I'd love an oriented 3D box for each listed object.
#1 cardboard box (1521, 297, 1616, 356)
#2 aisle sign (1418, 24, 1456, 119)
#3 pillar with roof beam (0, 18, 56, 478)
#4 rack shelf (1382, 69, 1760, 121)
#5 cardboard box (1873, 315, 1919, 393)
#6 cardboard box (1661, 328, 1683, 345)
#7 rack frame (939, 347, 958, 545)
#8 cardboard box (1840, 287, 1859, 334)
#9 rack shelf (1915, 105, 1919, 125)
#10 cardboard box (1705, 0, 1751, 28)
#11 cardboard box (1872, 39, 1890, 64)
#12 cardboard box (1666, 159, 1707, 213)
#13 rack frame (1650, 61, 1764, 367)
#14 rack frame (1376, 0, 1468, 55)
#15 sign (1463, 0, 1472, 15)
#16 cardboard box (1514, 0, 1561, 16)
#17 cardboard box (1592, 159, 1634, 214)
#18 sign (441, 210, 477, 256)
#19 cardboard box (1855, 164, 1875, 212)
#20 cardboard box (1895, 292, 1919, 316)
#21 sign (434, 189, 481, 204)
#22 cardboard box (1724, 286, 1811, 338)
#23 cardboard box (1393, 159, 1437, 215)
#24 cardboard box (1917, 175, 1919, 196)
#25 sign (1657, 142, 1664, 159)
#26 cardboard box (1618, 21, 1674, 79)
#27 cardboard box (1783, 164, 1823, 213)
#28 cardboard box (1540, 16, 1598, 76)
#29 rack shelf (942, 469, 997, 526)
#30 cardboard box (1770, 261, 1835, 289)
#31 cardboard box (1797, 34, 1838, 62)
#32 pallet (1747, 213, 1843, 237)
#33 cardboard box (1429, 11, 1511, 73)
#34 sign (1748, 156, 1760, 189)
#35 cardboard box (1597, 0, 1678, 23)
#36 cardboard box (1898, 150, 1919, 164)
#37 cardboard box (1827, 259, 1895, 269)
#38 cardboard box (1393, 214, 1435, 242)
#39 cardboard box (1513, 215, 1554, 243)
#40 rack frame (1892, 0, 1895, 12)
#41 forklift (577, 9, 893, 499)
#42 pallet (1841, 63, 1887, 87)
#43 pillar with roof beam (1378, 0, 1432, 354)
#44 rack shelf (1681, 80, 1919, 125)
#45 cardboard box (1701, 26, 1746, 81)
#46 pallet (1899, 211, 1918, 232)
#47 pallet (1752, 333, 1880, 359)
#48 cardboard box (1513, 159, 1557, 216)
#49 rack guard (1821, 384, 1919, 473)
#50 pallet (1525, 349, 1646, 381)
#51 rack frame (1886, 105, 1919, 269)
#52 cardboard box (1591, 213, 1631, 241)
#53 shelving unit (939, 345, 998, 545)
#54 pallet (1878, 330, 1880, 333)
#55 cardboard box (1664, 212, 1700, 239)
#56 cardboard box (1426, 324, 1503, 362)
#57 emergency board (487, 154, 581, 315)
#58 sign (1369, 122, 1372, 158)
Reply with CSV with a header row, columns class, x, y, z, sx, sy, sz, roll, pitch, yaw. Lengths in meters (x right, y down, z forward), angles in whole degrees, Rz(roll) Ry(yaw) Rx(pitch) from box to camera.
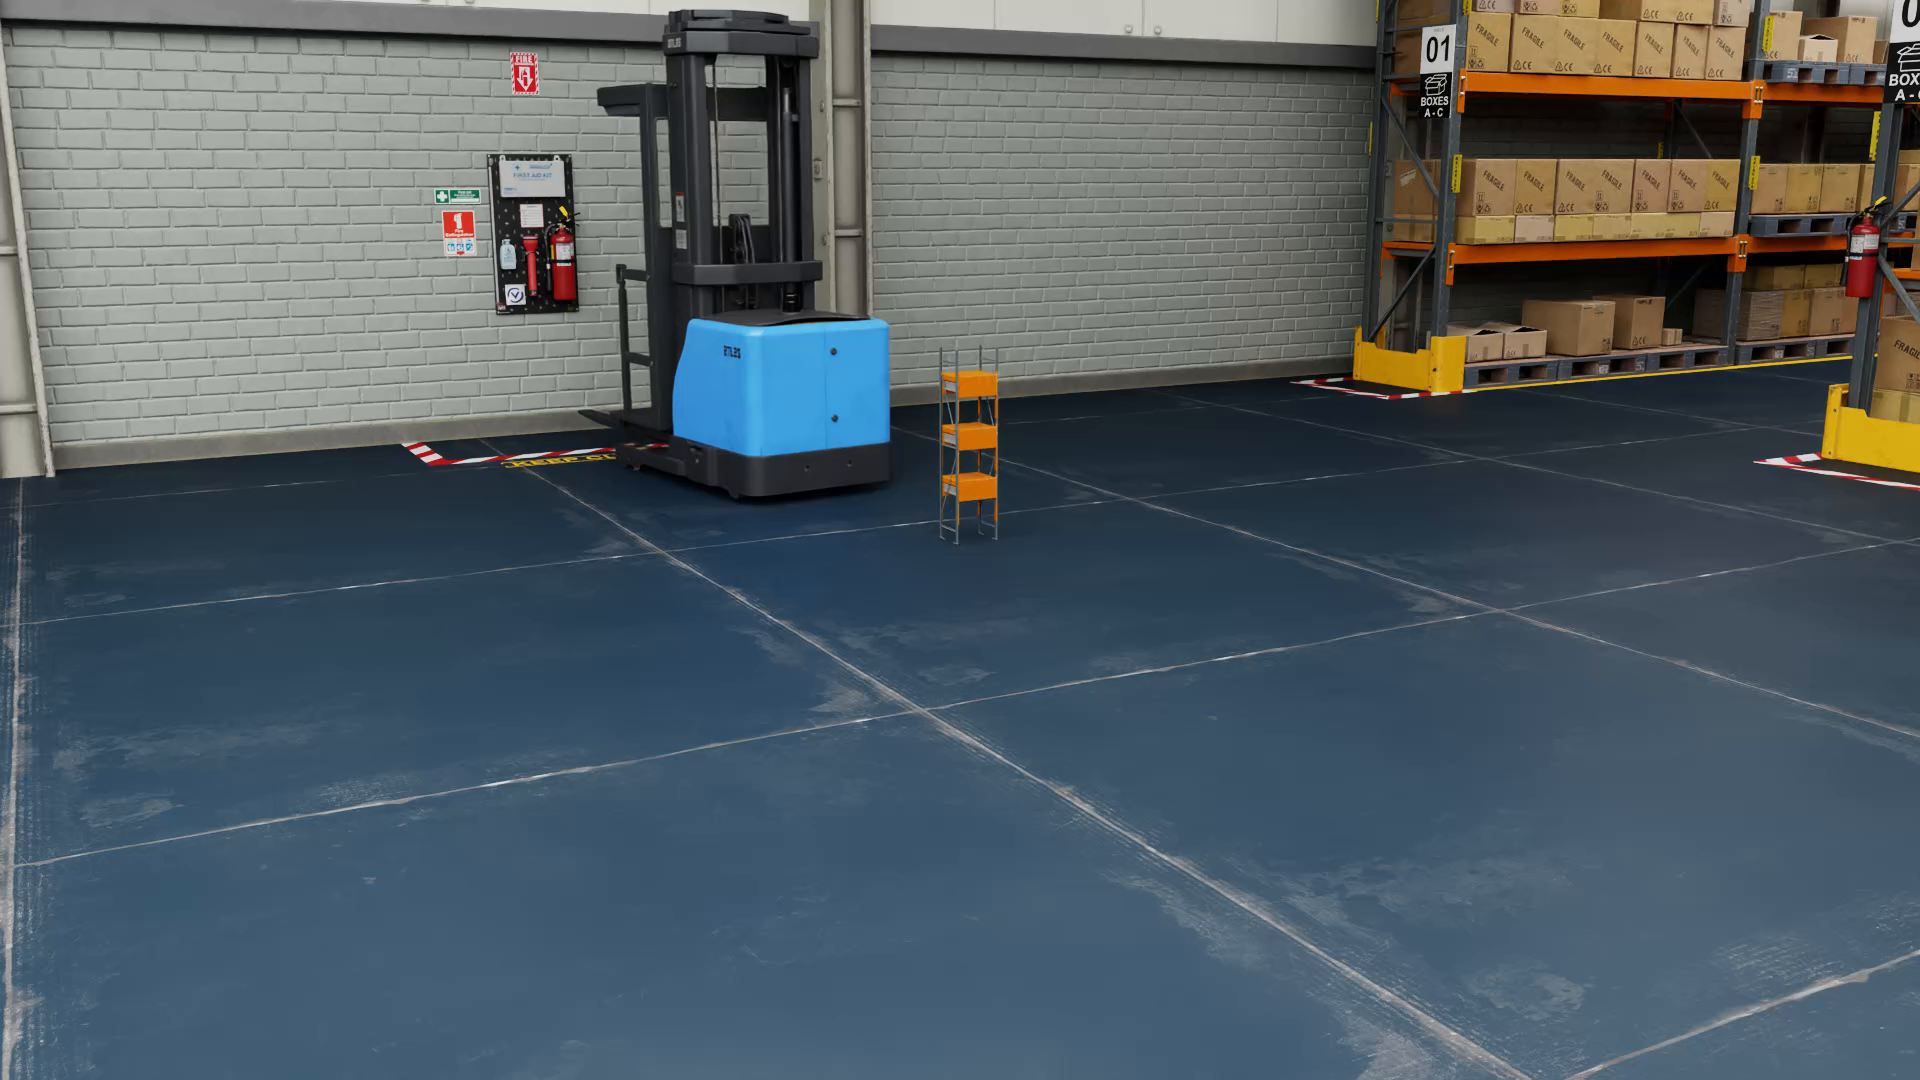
class,x,y,z,sx,sy,sz,roll,pitch,yaw
cardboard box,5.936,-2.092,16.265,0.500,0.500,0.700,-8,15,-31
aisle sign,4.197,-4.117,14.650,0.004,0.787,0.394,-7,14,-28
pillar with roof beam,-4.153,-3.989,6.339,0.400,9.000,9.100,-7,14,-28
rack shelf,5.872,-4.237,15.910,4.000,0.370,1.077,-7,14,-28
cardboard box,6.822,-1.303,11.665,0.500,0.500,0.500,-7,14,-28
cardboard box,7.173,-2.105,17.083,0.250,0.166,0.380,-9,16,-35
rack frame,-0.060,-0.505,8.962,0.008,1.050,0.200,-7,14,-28
cardboard box,9.601,-2.576,18.413,0.500,0.500,0.700,-7,14,-28
rack shelf,12.894,-5.079,19.650,4.000,0.370,1.077,-7,14,-28
cardboard box,7.318,-5.240,16.177,0.500,0.500,0.500,-8,15,-33
cardboard box,9.956,-5.161,18.096,0.637,0.503,0.797,-5,14,-20
cardboard box,6.926,-3.474,16.304,0.500,0.500,0.500,-7,14,-28
rack frame,7.628,-3.335,17.096,0.127,3.000,1.000,-7,14,-28
rack frame,4.117,-5.841,14.567,0.127,3.000,1.000,-7,14,-28
sign,4.377,-4.699,14.336,0.005,0.325,0.100,-7,14,-28
cardboard box,5.036,-4.961,14.937,0.500,0.500,0.500,-7,14,-29
cardboard box,6.022,-3.369,15.834,0.500,0.500,0.500,-6,14,-26
sign,-3.672,-2.250,12.192,0.234,0.329,0.001,-7,14,-28
cardboard box,9.648,-3.832,18.077,0.500,0.500,0.700,-7,14,-28
cardboard box,10.532,-2.665,18.810,0.500,0.500,0.700,-7,14,-27
sign,-3.663,-2.507,12.129,0.331,0.109,0.001,-7,14,-28
cardboard box,8.695,-2.475,17.965,0.500,0.500,0.700,-7,15,-29
cardboard box,4.429,-3.307,15.560,0.500,0.500,0.500,-7,14,-28
cardboard box,6.738,-2.402,11.245,0.250,0.149,0.380,-7,15,-29
sign,7.359,-4.006,17.442,0.005,0.325,0.100,-7,14,-28
cardboard box,6.385,-4.640,15.788,0.500,0.500,0.500,-7,15,-30
cardboard box,8.585,-3.703,17.500,0.500,0.500,0.700,-5,14,-22
cardboard box,5.472,-4.528,15.292,0.500,0.500,0.500,-6,14,-25
rack shelf,0.047,-0.236,9.082,0.240,0.259,0.215,-7,14,-28
cardboard box,9.106,-2.879,18.053,0.500,0.250,0.500,-7,15,-29
cardboard box,8.687,-5.067,17.205,0.500,0.311,0.500,-6,14,-26
pallet,8.368,-3.294,17.349,1.213,0.211,1.003,-7,14,-28
cardboard box,4.530,-4.423,14.826,0.500,0.500,0.500,-6,14,-26
sign,7.895,-3.653,16.540,0.005,0.325,0.100,-7,14,-28
cardboard box,6.389,-5.123,15.659,0.500,0.500,0.500,-7,15,-30
cardboard box,10.575,-4.257,18.485,0.250,0.149,0.380,-10,16,-37
cardboard box,10.001,-2.983,18.515,0.500,0.250,0.500,-7,14,-27
cardboard box,4.434,-2.937,15.625,0.500,0.250,0.500,-7,14,-27
cardboard box,5.146,-2.898,15.451,0.500,0.250,0.500,-7,15,-30
rack frame,6.494,-4.887,10.327,0.127,3.000,1.000,-7,14,-28
forklift,-1.691,-1.946,11.082,1.130,2.935,3.031,-9,15,-35
pallet,9.130,-4.861,17.472,1.003,0.211,1.213,-7,14,-28
pillar with roof beam,6.380,-5.252,11.949,0.400,9.000,9.100,-7,14,-28
rack shelf,9.383,-4.658,17.780,4.000,0.370,1.077,-7,14,-28
cardboard box,7.301,-4.756,16.304,0.500,0.500,0.500,-6,14,-26
pallet,10.564,-3.567,18.562,1.003,0.211,1.213,-7,14,-28
pallet,9.383,-2.186,18.341,1.213,0.211,1.003,-7,14,-28
cardboard box,5.118,-3.259,15.346,0.500,0.500,0.500,-7,14,-28
rack guard,6.473,-0.738,11.249,0.348,0.500,1.175,-7,14,-28
pallet,5.983,-1.768,16.483,1.213,0.211,1.003,-7,14,-28
rack frame,11.139,-3.756,18.966,0.127,3.000,1.000,-7,14,-28
cardboard box,6.041,-3.003,15.919,0.500,0.250,0.500,-7,14,-27
shelving unit,0.047,-0.518,9.019,0.252,1.050,0.215,-7,14,-28
pallet,10.452,-2.313,18.908,1.213,0.211,1.003,-7,14,-28
cardboard box,6.916,-3.112,16.403,0.500,0.250,0.500,-7,14,-28
cardboard box,4.767,-1.872,15.719,0.500,0.311,0.500,-9,15,-34
emergency board,-3.137,-2.271,12.367,0.643,1.169,0.194,-7,14,-28
sign,3.868,-3.742,15.549,0.005,0.325,0.100,-7,14,-28
